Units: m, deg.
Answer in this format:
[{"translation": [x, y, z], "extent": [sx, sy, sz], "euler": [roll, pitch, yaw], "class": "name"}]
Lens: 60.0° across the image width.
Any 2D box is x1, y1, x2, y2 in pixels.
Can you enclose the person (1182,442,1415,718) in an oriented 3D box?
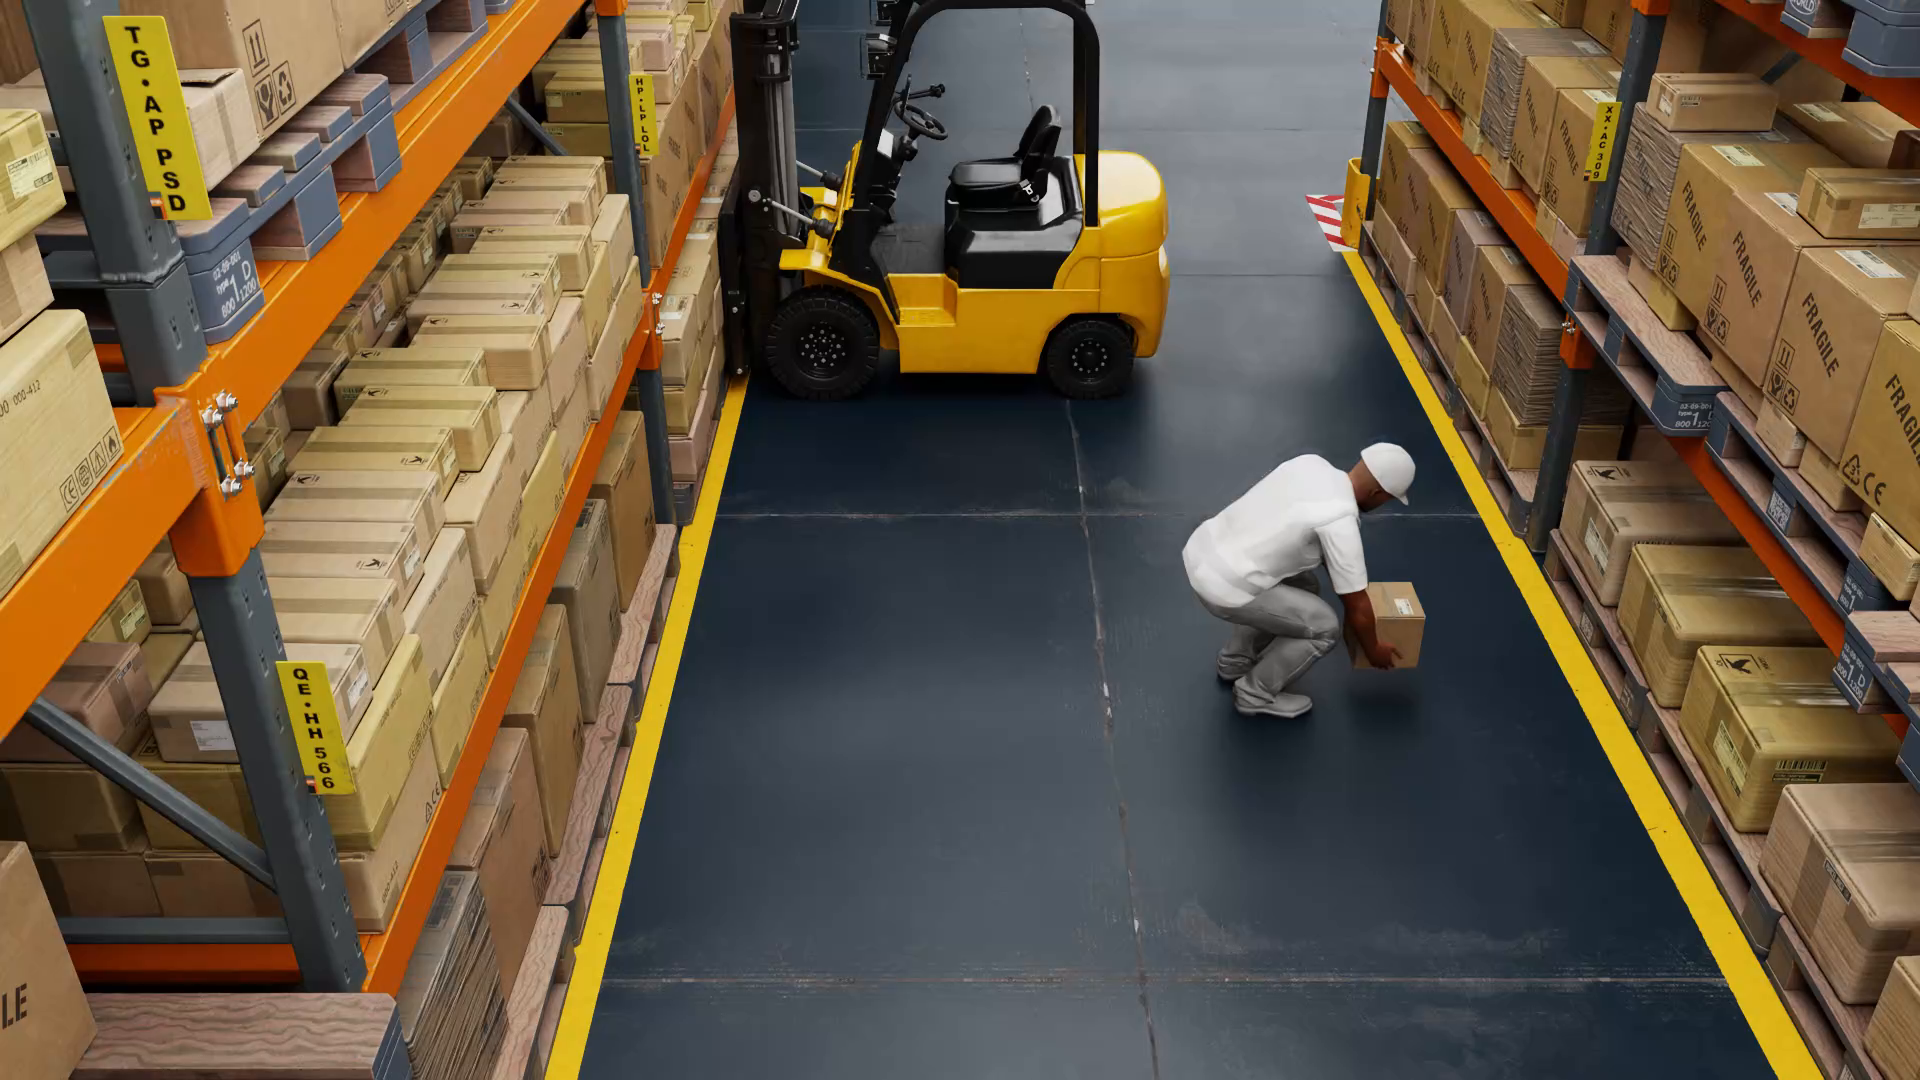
[{"translation": [1.304, 0.123, 6.545], "extent": [0.860, 1.109, 0.603], "euler": [0, 31, 0], "class": "person"}]
